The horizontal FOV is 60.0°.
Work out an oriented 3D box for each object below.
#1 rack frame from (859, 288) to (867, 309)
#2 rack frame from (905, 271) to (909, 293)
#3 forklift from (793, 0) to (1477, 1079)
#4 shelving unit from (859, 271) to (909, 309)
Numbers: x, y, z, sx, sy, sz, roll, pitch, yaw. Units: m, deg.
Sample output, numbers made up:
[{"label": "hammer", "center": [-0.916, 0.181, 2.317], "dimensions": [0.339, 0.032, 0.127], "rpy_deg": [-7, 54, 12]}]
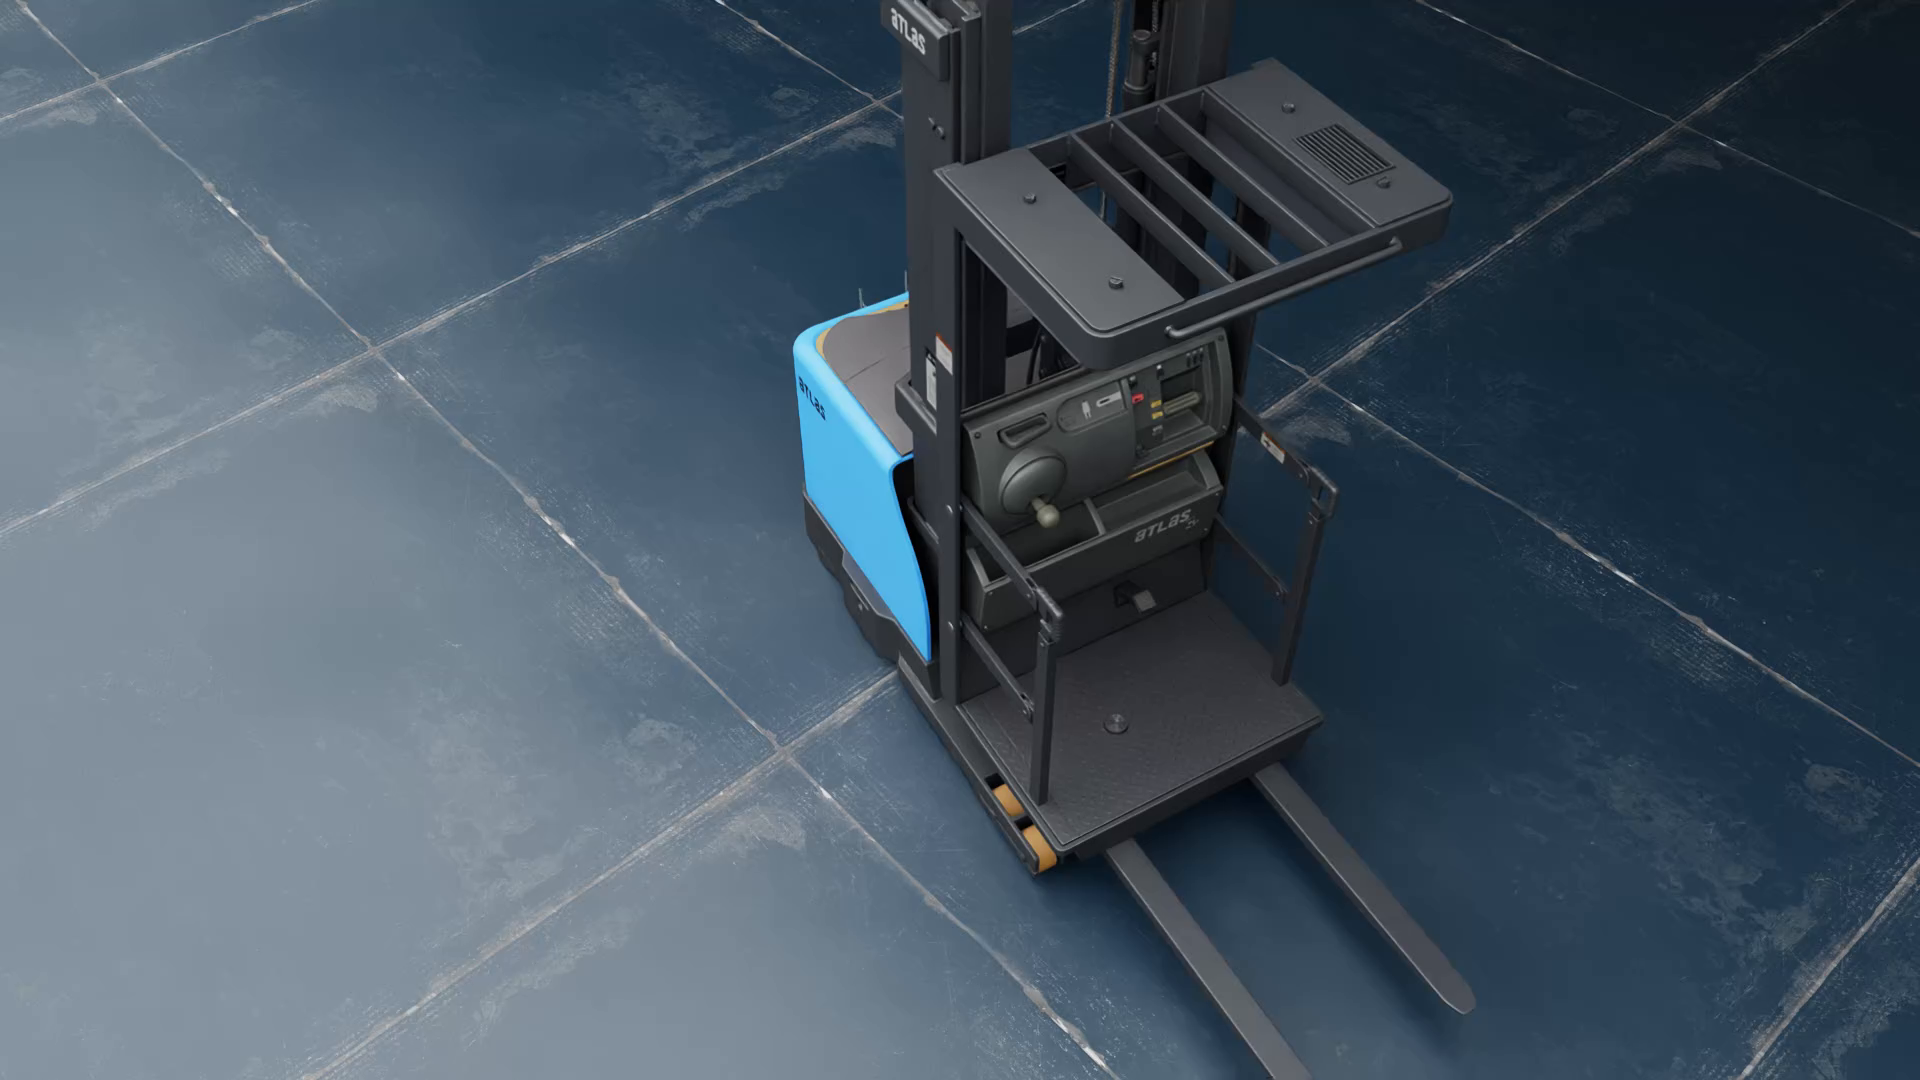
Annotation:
[{"label": "rack frame", "center": [-0.326, -0.592, 6.684], "dimensions": [0.006, 0.900, 0.240], "rpy_deg": [-24, 52, -21]}, {"label": "rack frame", "center": [-0.152, -0.670, 6.756], "dimensions": [0.006, 0.900, 0.240], "rpy_deg": [-24, 52, -21]}, {"label": "forklift", "center": [0.553, -0.248, 4.984], "dimensions": [1.130, 2.935, 3.031], "rpy_deg": [-23, 51, -20]}, {"label": "shelving unit", "center": [-0.239, -0.631, 6.720], "dimensions": [0.210, 0.900, 0.258], "rpy_deg": [-24, 52, -21]}]
